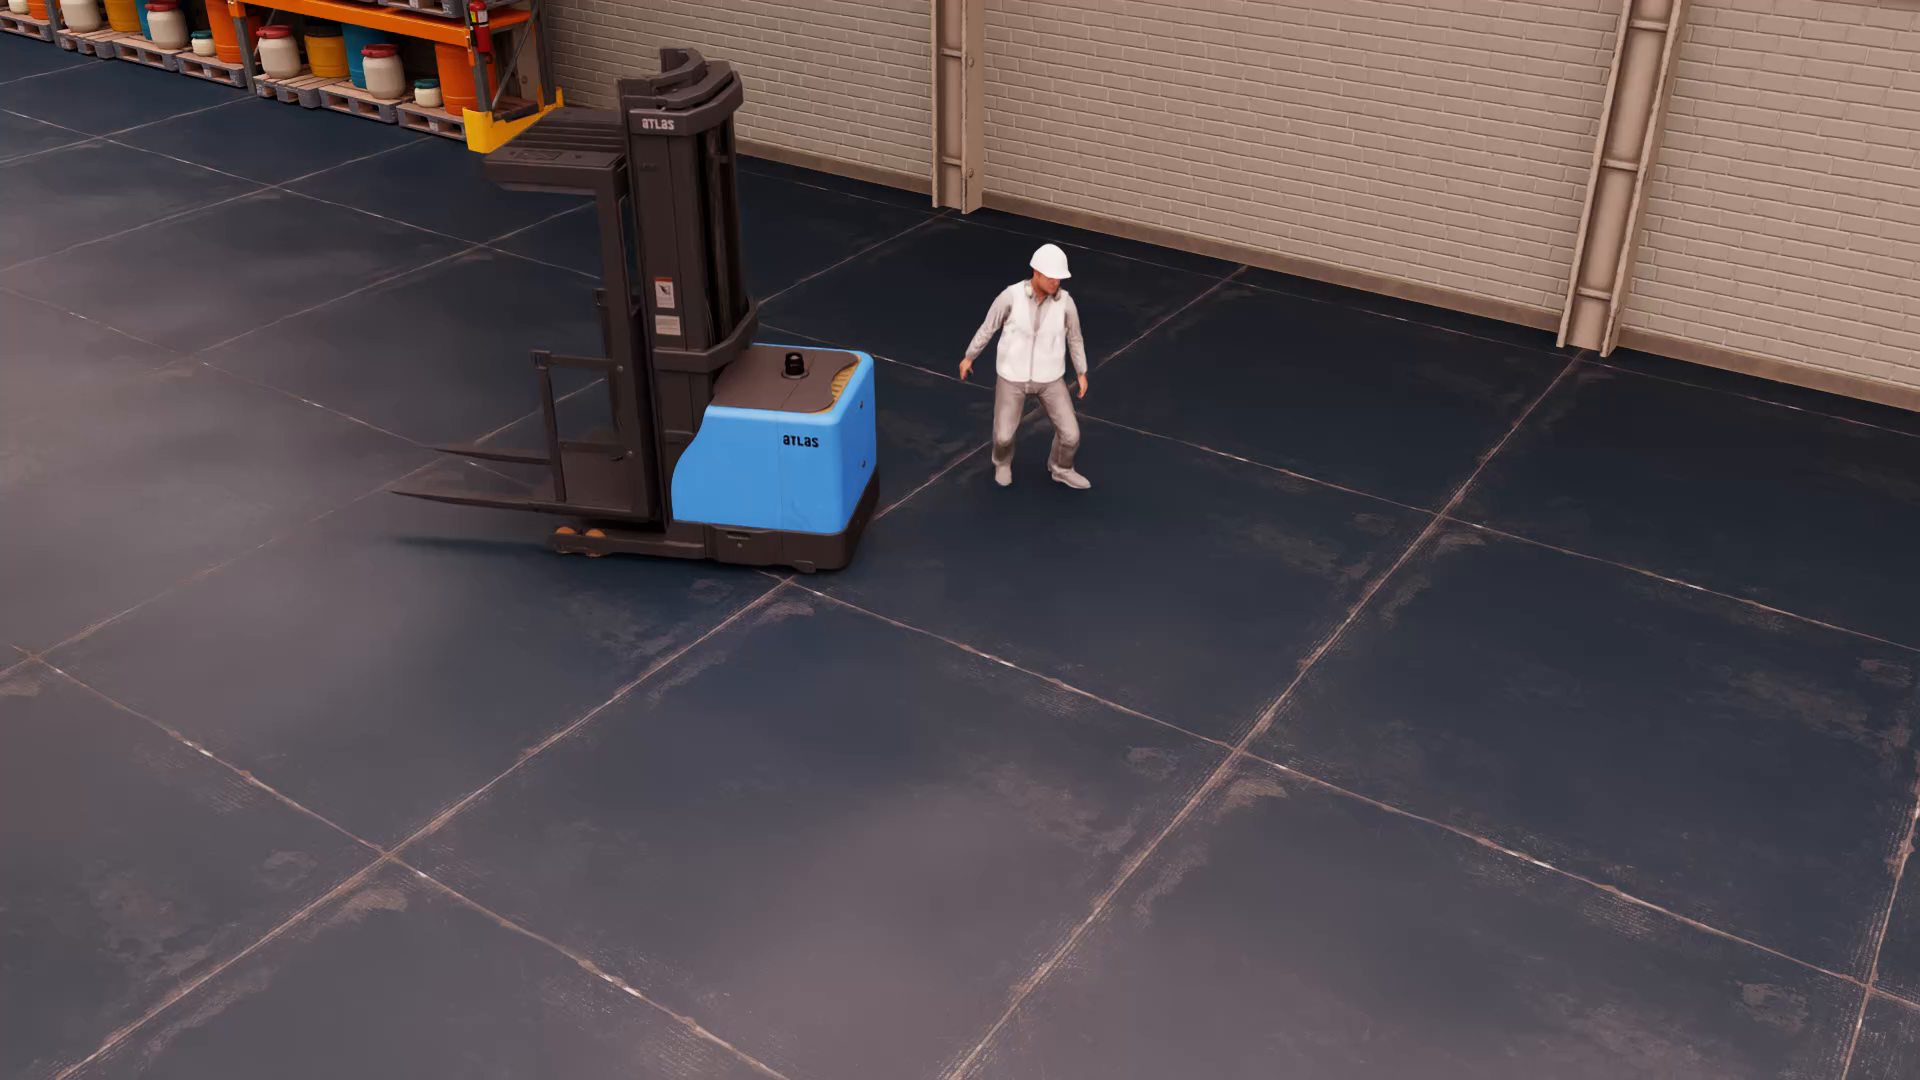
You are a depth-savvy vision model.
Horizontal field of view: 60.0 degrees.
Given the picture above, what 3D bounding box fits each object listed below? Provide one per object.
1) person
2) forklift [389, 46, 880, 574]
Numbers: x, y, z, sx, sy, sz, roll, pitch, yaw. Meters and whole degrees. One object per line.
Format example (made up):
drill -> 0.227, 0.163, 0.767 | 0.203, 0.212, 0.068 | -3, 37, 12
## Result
person -> 0.436, -1.105, 10.749 | 0.875, 1.731, 0.492 | 0, 30, 1
forklift -> -2.092, -1.416, 10.019 | 3.031, 2.935, 1.130 | 5, 31, 9
